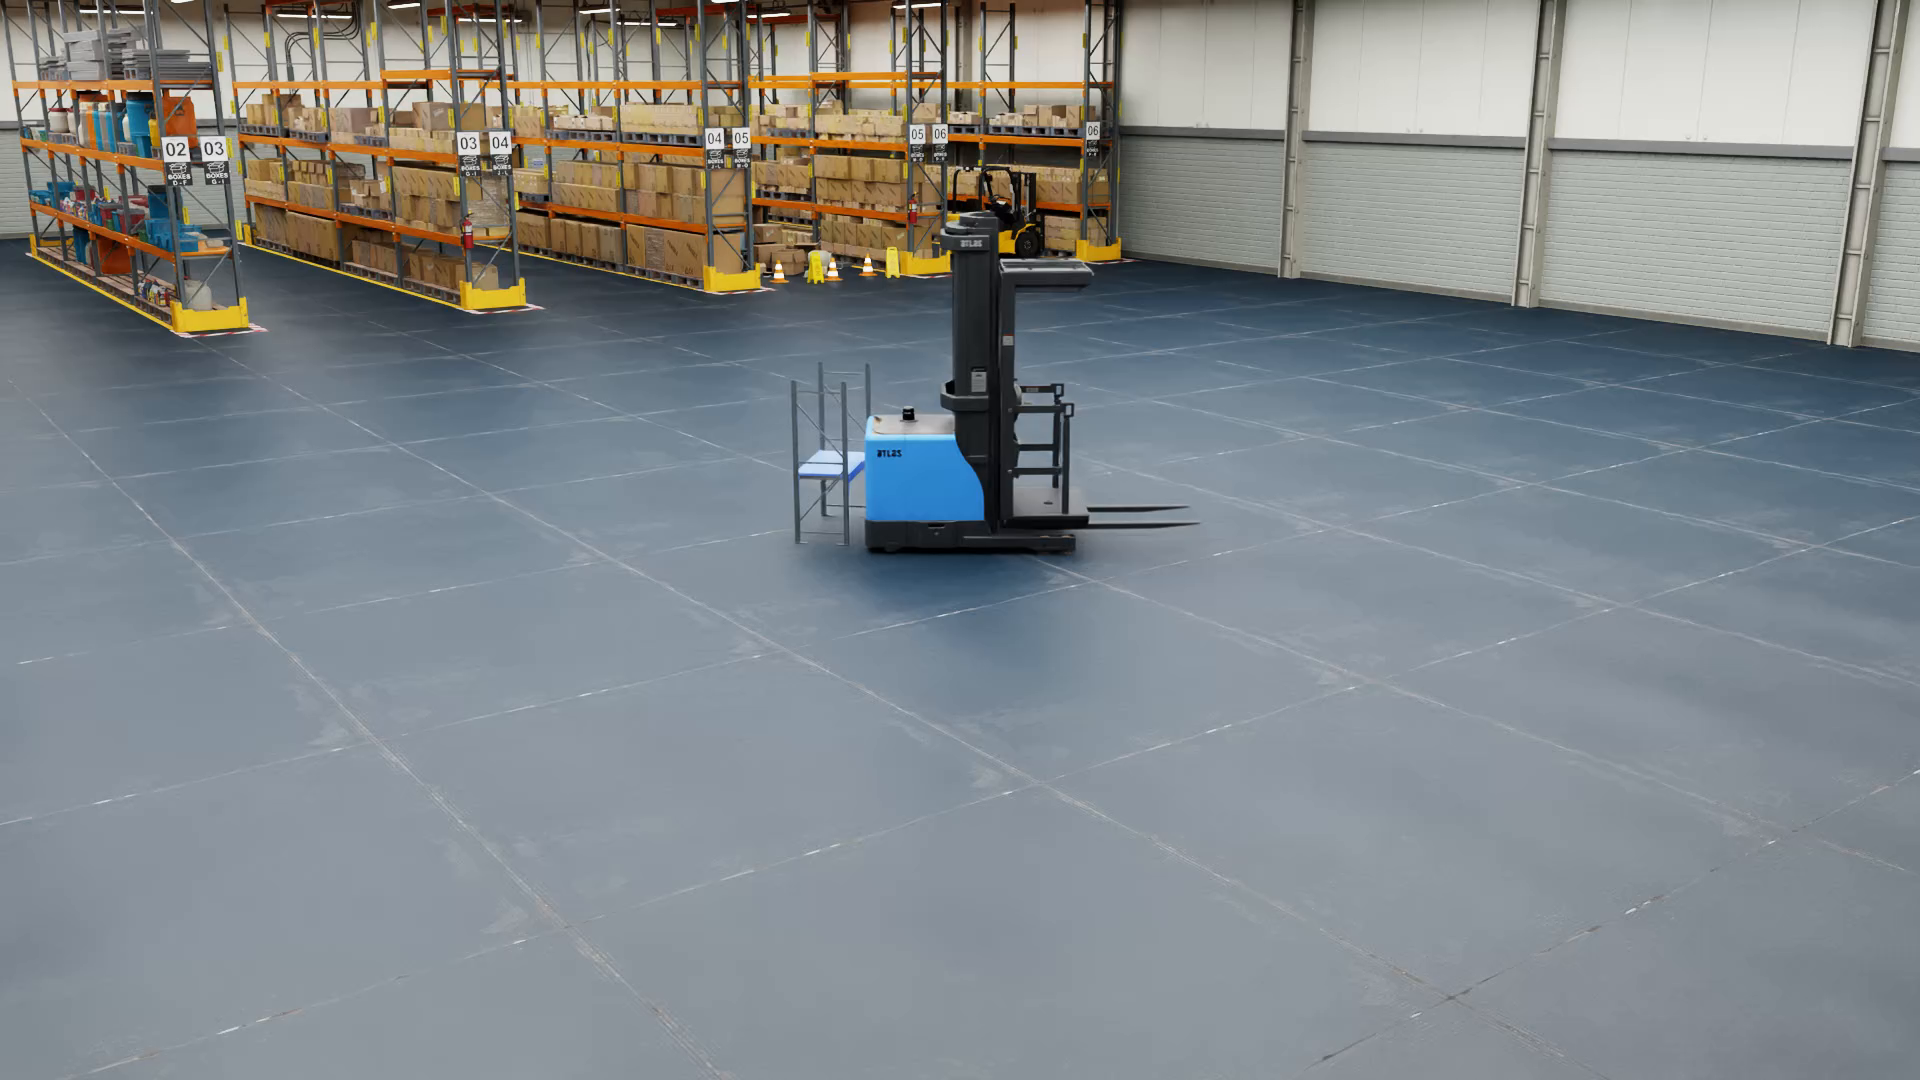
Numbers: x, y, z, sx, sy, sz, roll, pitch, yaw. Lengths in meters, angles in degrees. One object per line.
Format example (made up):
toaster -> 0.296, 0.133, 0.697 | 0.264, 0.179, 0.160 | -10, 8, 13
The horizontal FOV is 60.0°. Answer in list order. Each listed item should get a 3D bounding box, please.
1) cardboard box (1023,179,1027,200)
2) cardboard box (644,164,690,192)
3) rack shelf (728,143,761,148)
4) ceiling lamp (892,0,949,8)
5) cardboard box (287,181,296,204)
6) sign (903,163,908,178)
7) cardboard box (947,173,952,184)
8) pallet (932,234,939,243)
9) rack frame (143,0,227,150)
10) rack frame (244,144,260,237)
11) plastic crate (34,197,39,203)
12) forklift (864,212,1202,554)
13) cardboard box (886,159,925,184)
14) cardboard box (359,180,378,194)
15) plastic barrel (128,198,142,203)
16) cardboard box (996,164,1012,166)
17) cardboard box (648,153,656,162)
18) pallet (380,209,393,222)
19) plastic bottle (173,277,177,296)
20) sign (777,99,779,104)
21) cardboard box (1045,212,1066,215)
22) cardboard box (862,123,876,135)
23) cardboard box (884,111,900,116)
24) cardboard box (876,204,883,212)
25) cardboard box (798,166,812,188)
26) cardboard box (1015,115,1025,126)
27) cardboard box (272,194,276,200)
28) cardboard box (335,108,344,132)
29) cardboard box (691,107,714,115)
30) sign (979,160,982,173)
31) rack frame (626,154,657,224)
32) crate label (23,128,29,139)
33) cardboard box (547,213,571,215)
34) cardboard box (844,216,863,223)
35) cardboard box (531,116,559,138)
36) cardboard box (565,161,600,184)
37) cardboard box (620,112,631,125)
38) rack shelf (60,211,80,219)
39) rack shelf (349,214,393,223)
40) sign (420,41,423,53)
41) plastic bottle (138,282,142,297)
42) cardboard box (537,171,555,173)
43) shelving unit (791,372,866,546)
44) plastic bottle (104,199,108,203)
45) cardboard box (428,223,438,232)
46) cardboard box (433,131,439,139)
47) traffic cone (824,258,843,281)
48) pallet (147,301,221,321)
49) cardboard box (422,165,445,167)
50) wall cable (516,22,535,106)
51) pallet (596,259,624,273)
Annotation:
cardboard box -> 1.889, -8.579, 40.725 | 0.500, 0.500, 0.500 | -11, 19, -34
cardboard box -> -6.202, -7.706, 35.392 | 0.875, 0.550, 0.550 | -11, 19, -35
rack shelf -> -6.598, -10.604, 43.990 | 1.077, 0.370, 4.000 | -11, 19, -35
ceiling lamp -> -0.754, -14.332, 39.511 | 0.800, 3.185, 2.000 | -11, 19, -35
cardboard box -> -15.722, -8.304, 39.718 | 0.500, 0.500, 0.500 | -11, 19, -34
sign -> -1.179, -7.997, 35.996 | 0.100, 0.325, 0.005 | -11, 19, -35
cardboard box -> -0.157, -9.447, 43.420 | 0.500, 0.250, 0.500 | -10, 18, -33
pallet -> -0.244, -8.061, 44.302 | 1.003, 0.211, 1.213 | -11, 19, -35
rack frame -> -12.741, -7.955, 27.269 | 1.000, 3.000, 0.127 | -11, 19, -35
rack frame -> -18.140, -9.247, 43.354 | 0.949, 2.616, 0.053 | -11, 19, -35
plastic crate -> -21.749, -8.050, 39.365 | 0.250, 0.136, 0.298 | -11, 19, -35
forklift -> 0.652, -1.428, 14.914 | 3.031, 2.935, 1.130 | 0, 15, -2
cardboard box -> -1.196, -8.118, 36.580 | 0.700, 0.500, 0.500 | -11, 19, -36
cardboard box -> -12.679, -7.576, 36.265 | 0.700, 0.500, 0.500 | -8, 17, -26
plastic barrel -> -16.667, -6.637, 33.606 | 0.421, 0.512, 0.421 | 0, 15, 0
cardboard box -> 1.131, -9.345, 41.730 | 0.380, 0.149, 0.250 | -11, 19, -34
cardboard box -> -8.275, -10.519, 45.918 | 0.500, 0.500, 0.500 | -11, 19, -35
pallet -> -11.418, -6.778, 34.694 | 1.003, 0.211, 1.213 | -11, 19, -35
plastic bottle -> -14.598, -4.735, 31.052 | 0.144, 0.351, 0.185 | -11, 19, -35
sign -> -5.653, -13.512, 51.577 | 0.100, 0.325, 0.005 | -11, 19, -35
cardboard box -> 2.287, -7.955, 41.153 | 0.500, 0.250, 0.500 | -11, 19, -36
cardboard box -> -1.841, -9.171, 37.116 | 0.500, 0.250, 0.500 | -10, 18, -33
cardboard box -> -1.851, -11.586, 45.181 | 0.380, 0.149, 0.250 | -10, 18, -33
cardboard box -> -1.660, -7.439, 37.224 | 0.380, 0.149, 0.250 | -10, 18, -34
cardboard box -> -3.528, -8.680, 39.733 | 0.500, 0.500, 0.500 | -11, 19, -36
cardboard box -> 1.569, -10.262, 40.651 | 0.396, 0.266, 0.258 | -11, 19, -36
cardboard box -> -16.688, -8.450, 40.919 | 0.380, 0.149, 0.250 | -10, 18, -34
cardboard box -> -13.075, -9.025, 35.726 | 0.500, 0.500, 0.500 | -11, 19, -34
cardboard box -> -5.136, -8.559, 33.137 | 0.380, 0.149, 0.250 | -11, 19, -34
sign -> 0.509, -9.428, 41.971 | 0.100, 0.325, 0.005 | -11, 19, -35
rack frame -> -7.018, -7.432, 36.722 | 0.949, 2.616, 0.053 | -11, 19, -35
crate label -> -21.867, -9.606, 39.264 | 0.408, 0.251, 0.502 | -11, 19, -35
cardboard box -> -9.875, -7.938, 41.091 | 0.500, 0.250, 0.500 | -11, 19, -35
cardboard box -> -2.453, -7.403, 38.380 | 0.380, 0.149, 0.250 | -10, 18, -31
cardboard box -> -9.908, -9.864, 39.737 | 0.500, 0.500, 0.500 | -11, 19, -35
cardboard box -> -8.813, -8.612, 38.950 | 0.700, 0.500, 0.500 | -11, 19, -35
cardboard box -> -6.954, -9.053, 35.700 | 0.500, 0.250, 0.500 | -11, 19, -34
rack shelf -> -18.621, -6.944, 35.932 | 0.919, 0.124, 3.809 | -11, 19, -35
rack shelf -> -12.263, -6.859, 35.620 | 0.919, 0.124, 3.809 | -11, 19, -35
sign -> -14.510, -13.293, 44.853 | 0.100, 0.325, 0.005 | -11, 19, -35
plastic bottle -> -15.260, -4.676, 30.986 | 0.097, 0.271, 0.097 | 0, 15, 0
cardboard box -> -10.256, -9.064, 41.239 | 0.380, 0.149, 0.250 | -10, 18, -33
shelving unit -> -1.175, -0.818, 15.397 | 0.500, 1.500, 1.039 | 2, 15, 9
plastic bottle -> -18.388, -7.167, 35.847 | 0.144, 0.351, 0.185 | -11, 19, -35
cardboard box -> -10.036, -6.042, 32.119 | 0.380, 0.149, 0.250 | -11, 19, -35
cardboard box -> -9.625, -7.573, 31.084 | 0.380, 0.149, 0.250 | -11, 19, -34
traffic cone -> -2.713, -5.792, 35.534 | 0.336, 0.463, 0.334 | -11, 19, -35
pallet -> -14.010, -4.160, 30.049 | 1.003, 0.211, 1.213 | -11, 19, -35
cardboard box -> -10.599, -7.305, 33.611 | 0.500, 0.500, 0.500 | -11, 19, -35
wall cable -> -13.699, -14.849, 52.459 | 0.463, 3.000, 0.029 | -11, 19, -35
pallet -> -7.530, -6.241, 37.652 | 1.003, 0.211, 1.213 | -11, 19, -35
